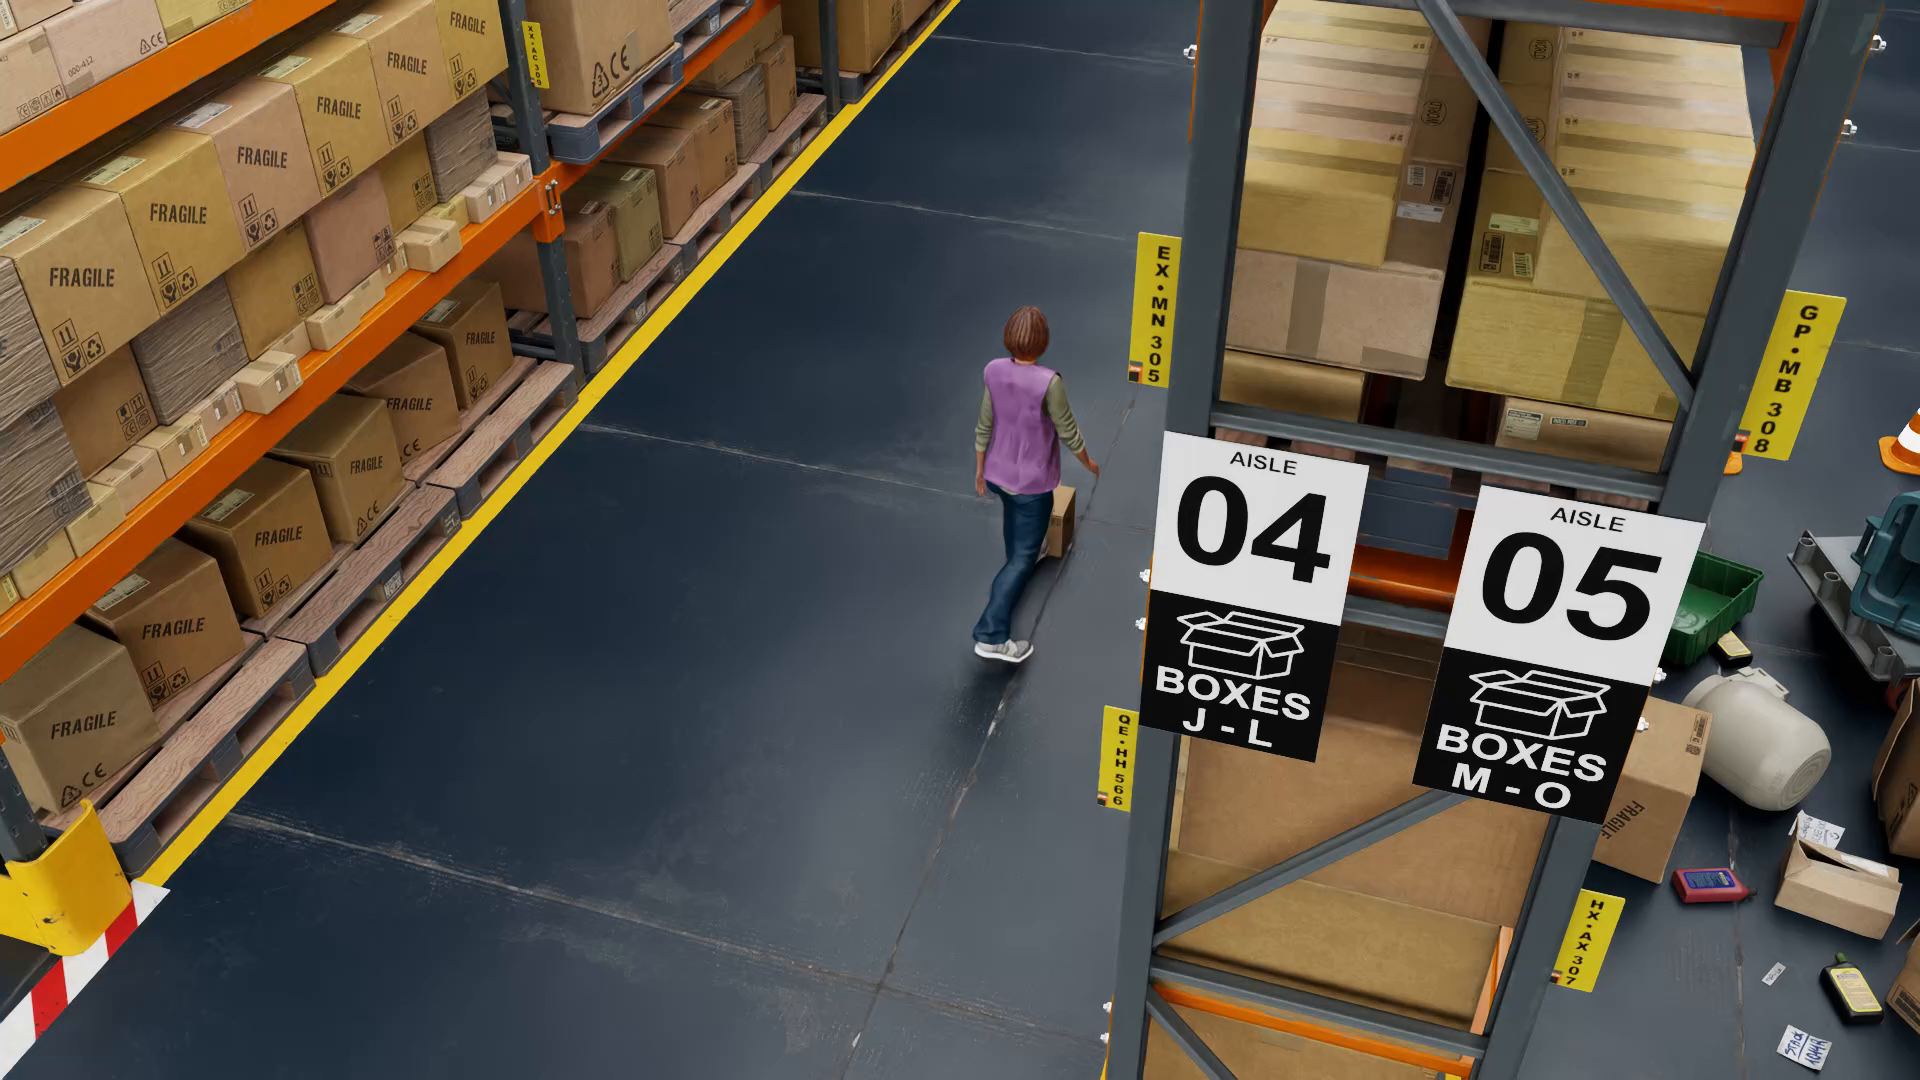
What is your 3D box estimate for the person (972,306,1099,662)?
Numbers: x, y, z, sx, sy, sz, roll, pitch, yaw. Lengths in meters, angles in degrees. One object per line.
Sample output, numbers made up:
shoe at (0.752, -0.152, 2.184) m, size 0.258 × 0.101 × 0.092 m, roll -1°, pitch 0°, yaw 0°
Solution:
person at (0.291, -0.285, 7.264) m, size 0.500 × 1.546 × 0.881 m, roll 27°, pitch 45°, yaw 31°
